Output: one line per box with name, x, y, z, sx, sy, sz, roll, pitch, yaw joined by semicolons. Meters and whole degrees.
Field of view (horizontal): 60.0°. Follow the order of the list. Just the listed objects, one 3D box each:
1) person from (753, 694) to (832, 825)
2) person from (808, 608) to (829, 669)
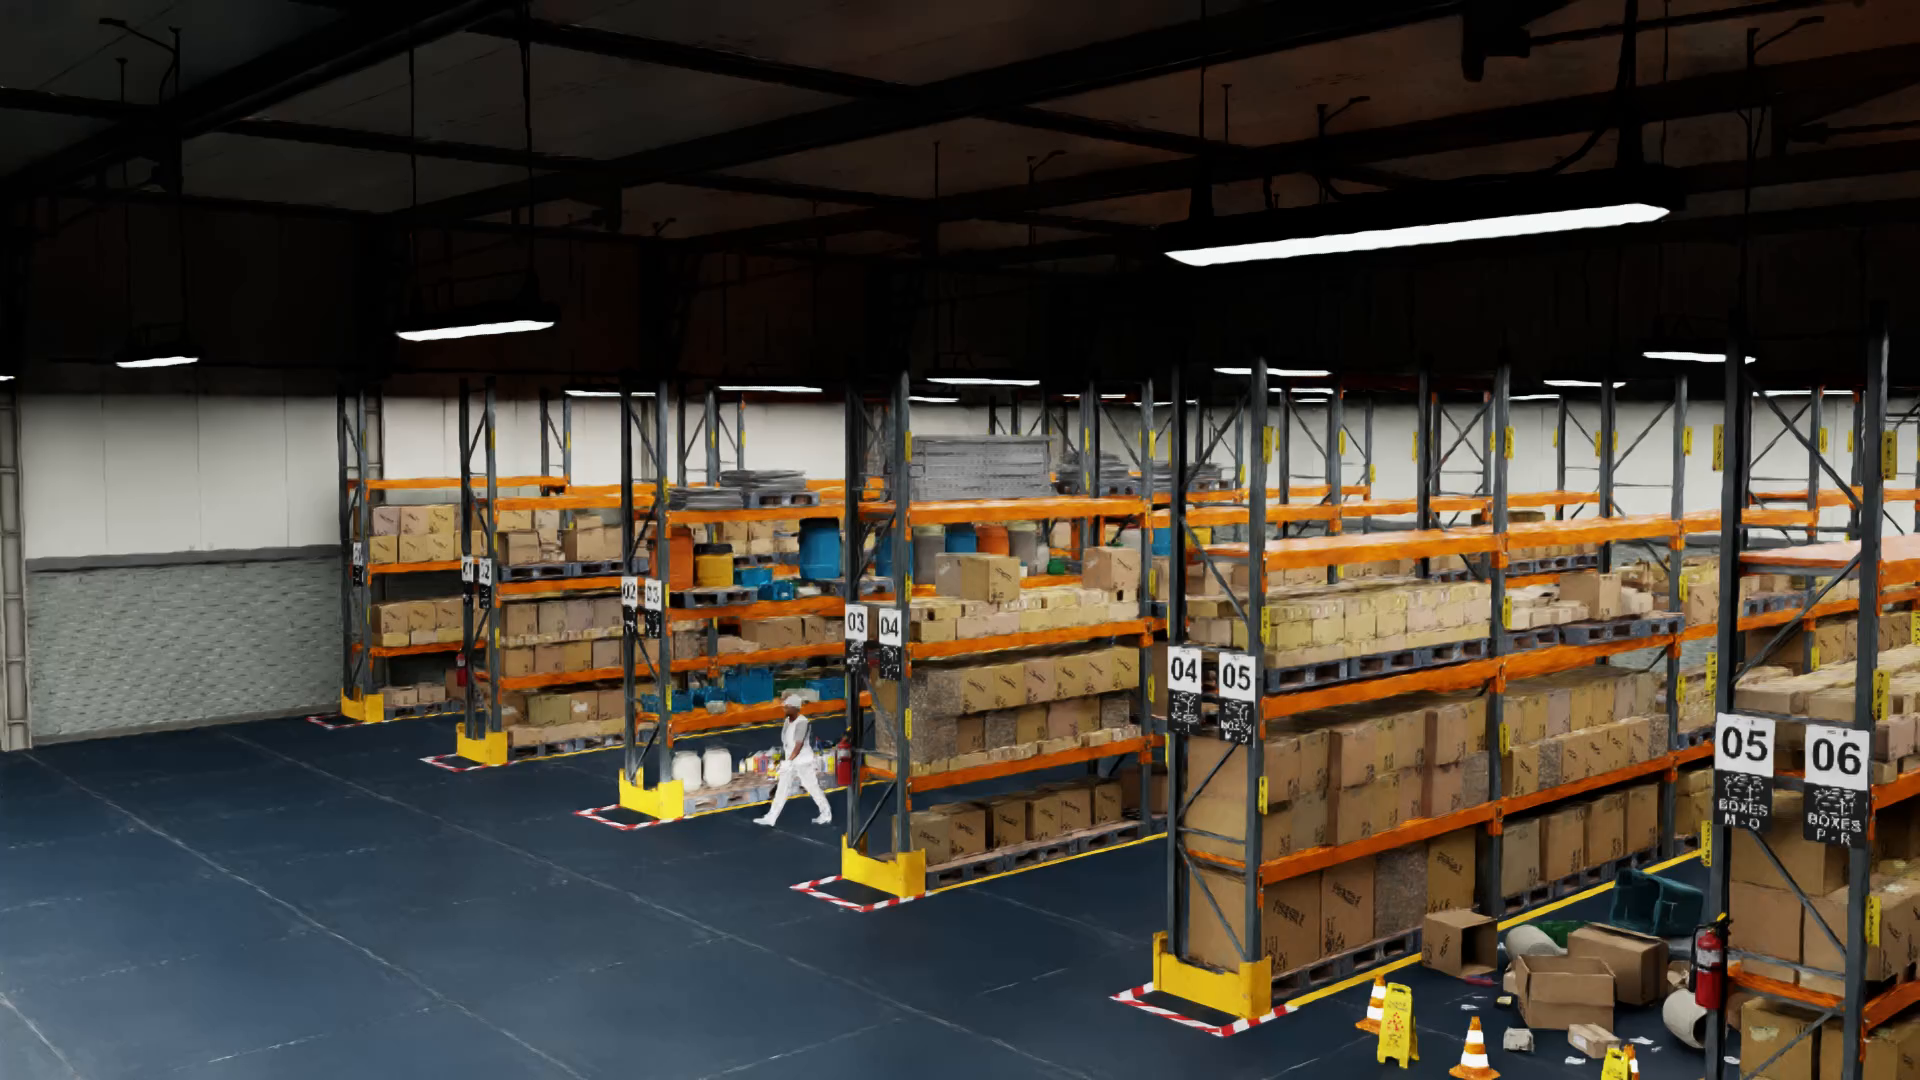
person;-2.163;2.866;21.647;1.024;1.721;0.555;-2;4;-32
person;-2.827;2.134;33.087;0.902;1.717;0.736;-3;5;-36
